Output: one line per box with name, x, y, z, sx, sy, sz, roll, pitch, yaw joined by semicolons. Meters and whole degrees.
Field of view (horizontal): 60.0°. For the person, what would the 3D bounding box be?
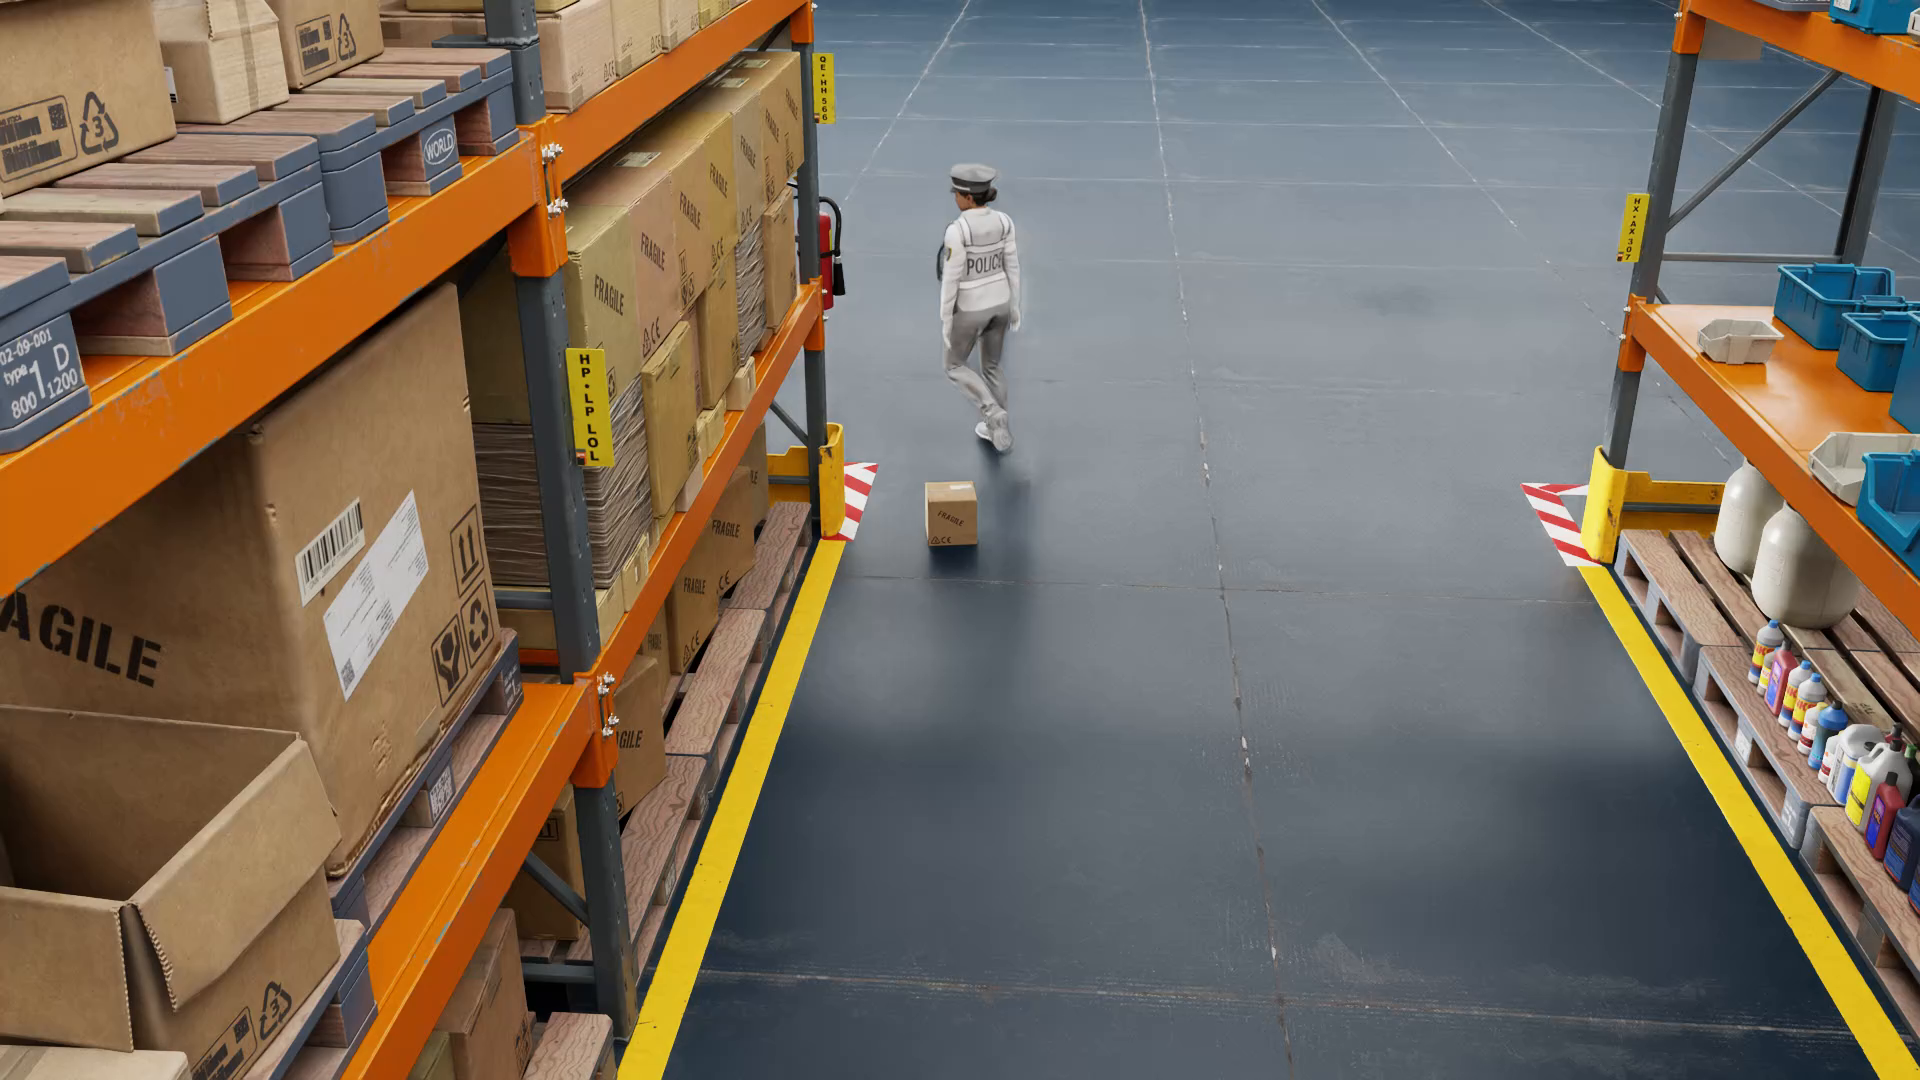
person;0.131;-1.272;9.328;0.536;1.647;0.553;-15;29;-29
